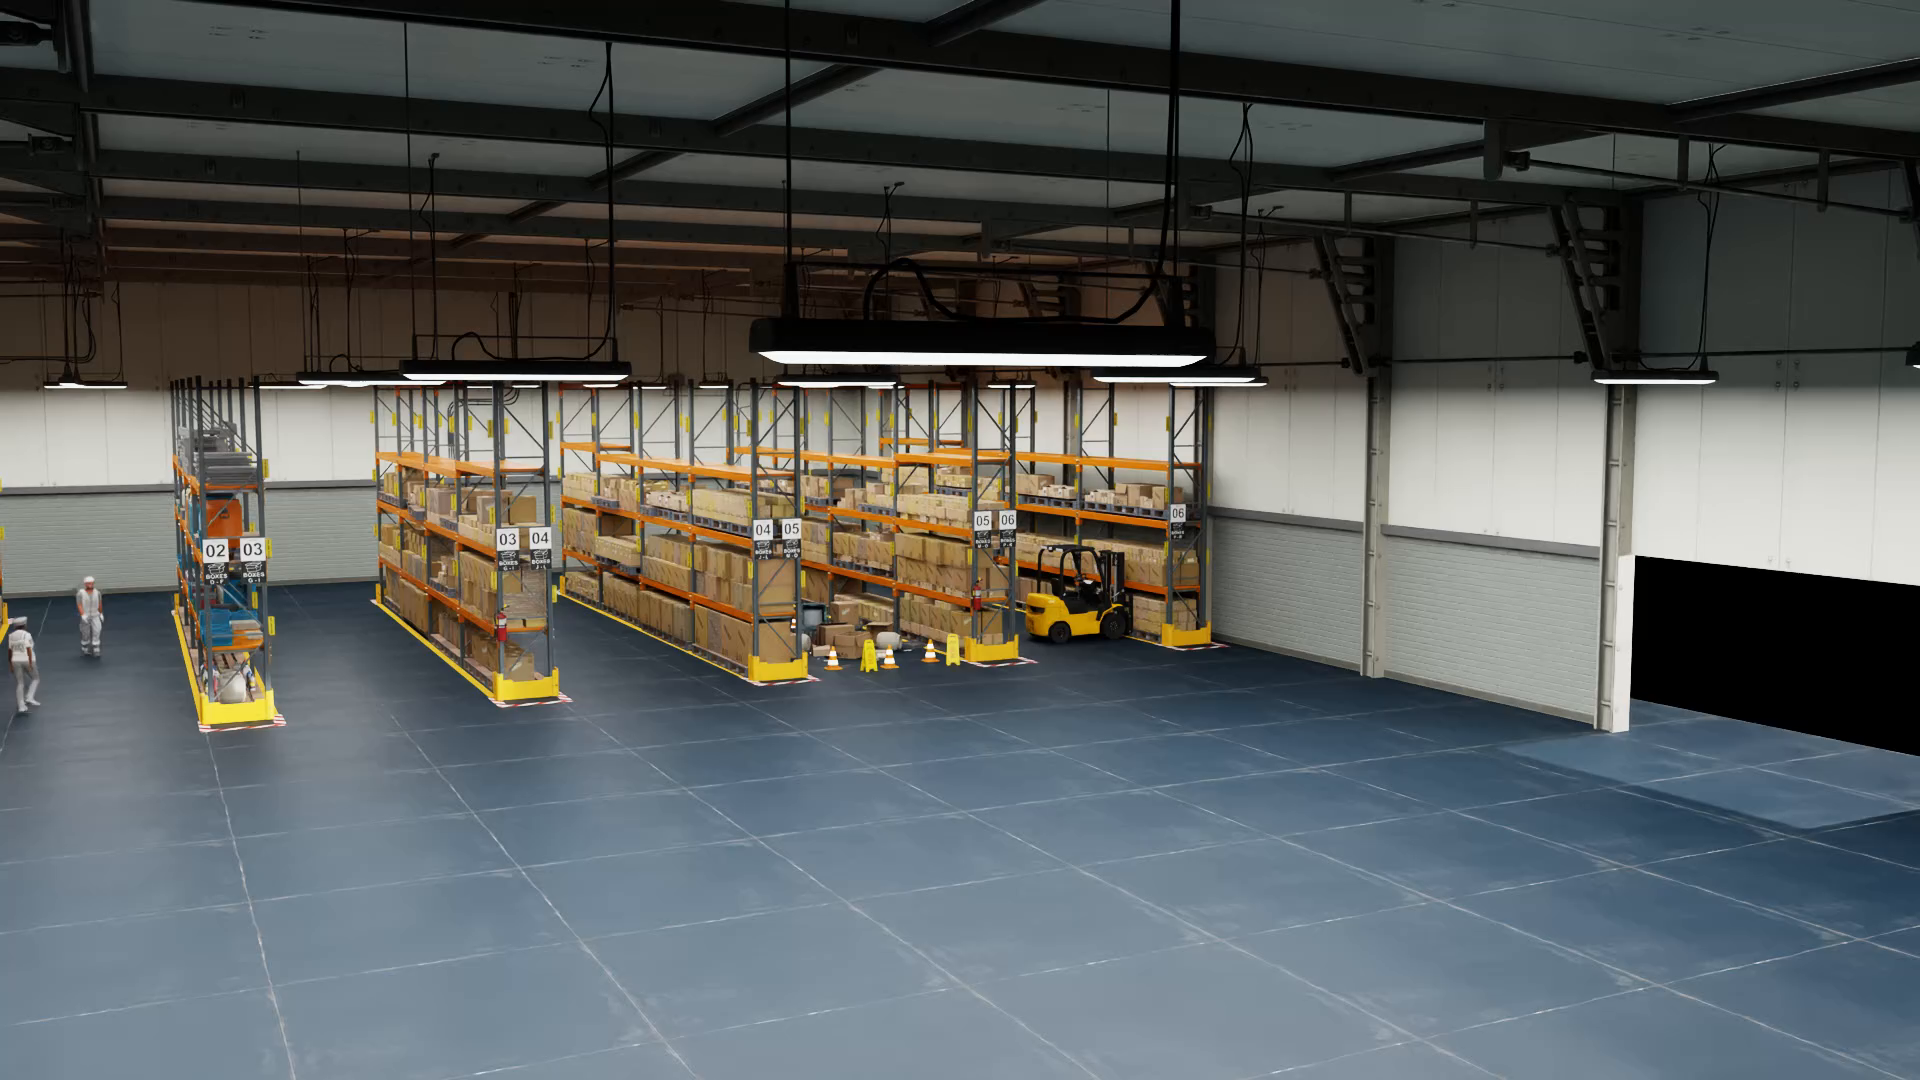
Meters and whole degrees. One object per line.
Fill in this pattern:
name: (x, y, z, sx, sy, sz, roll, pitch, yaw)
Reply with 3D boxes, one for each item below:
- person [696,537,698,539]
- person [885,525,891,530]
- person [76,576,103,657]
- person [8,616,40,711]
person: (-7.222, 0.806, 45.199, 0.605, 1.782, 0.457, -3, 6, -30)
person: (-2.094, 0.455, 48.414, 0.601, 1.775, 0.622, 5, 7, 42)
person: (-18.752, 1.648, 35.907, 0.560, 1.728, 0.995, -4, 7, -41)
person: (-16.852, 2.224, 29.919, 0.498, 1.665, 0.455, -1, 5, -13)
